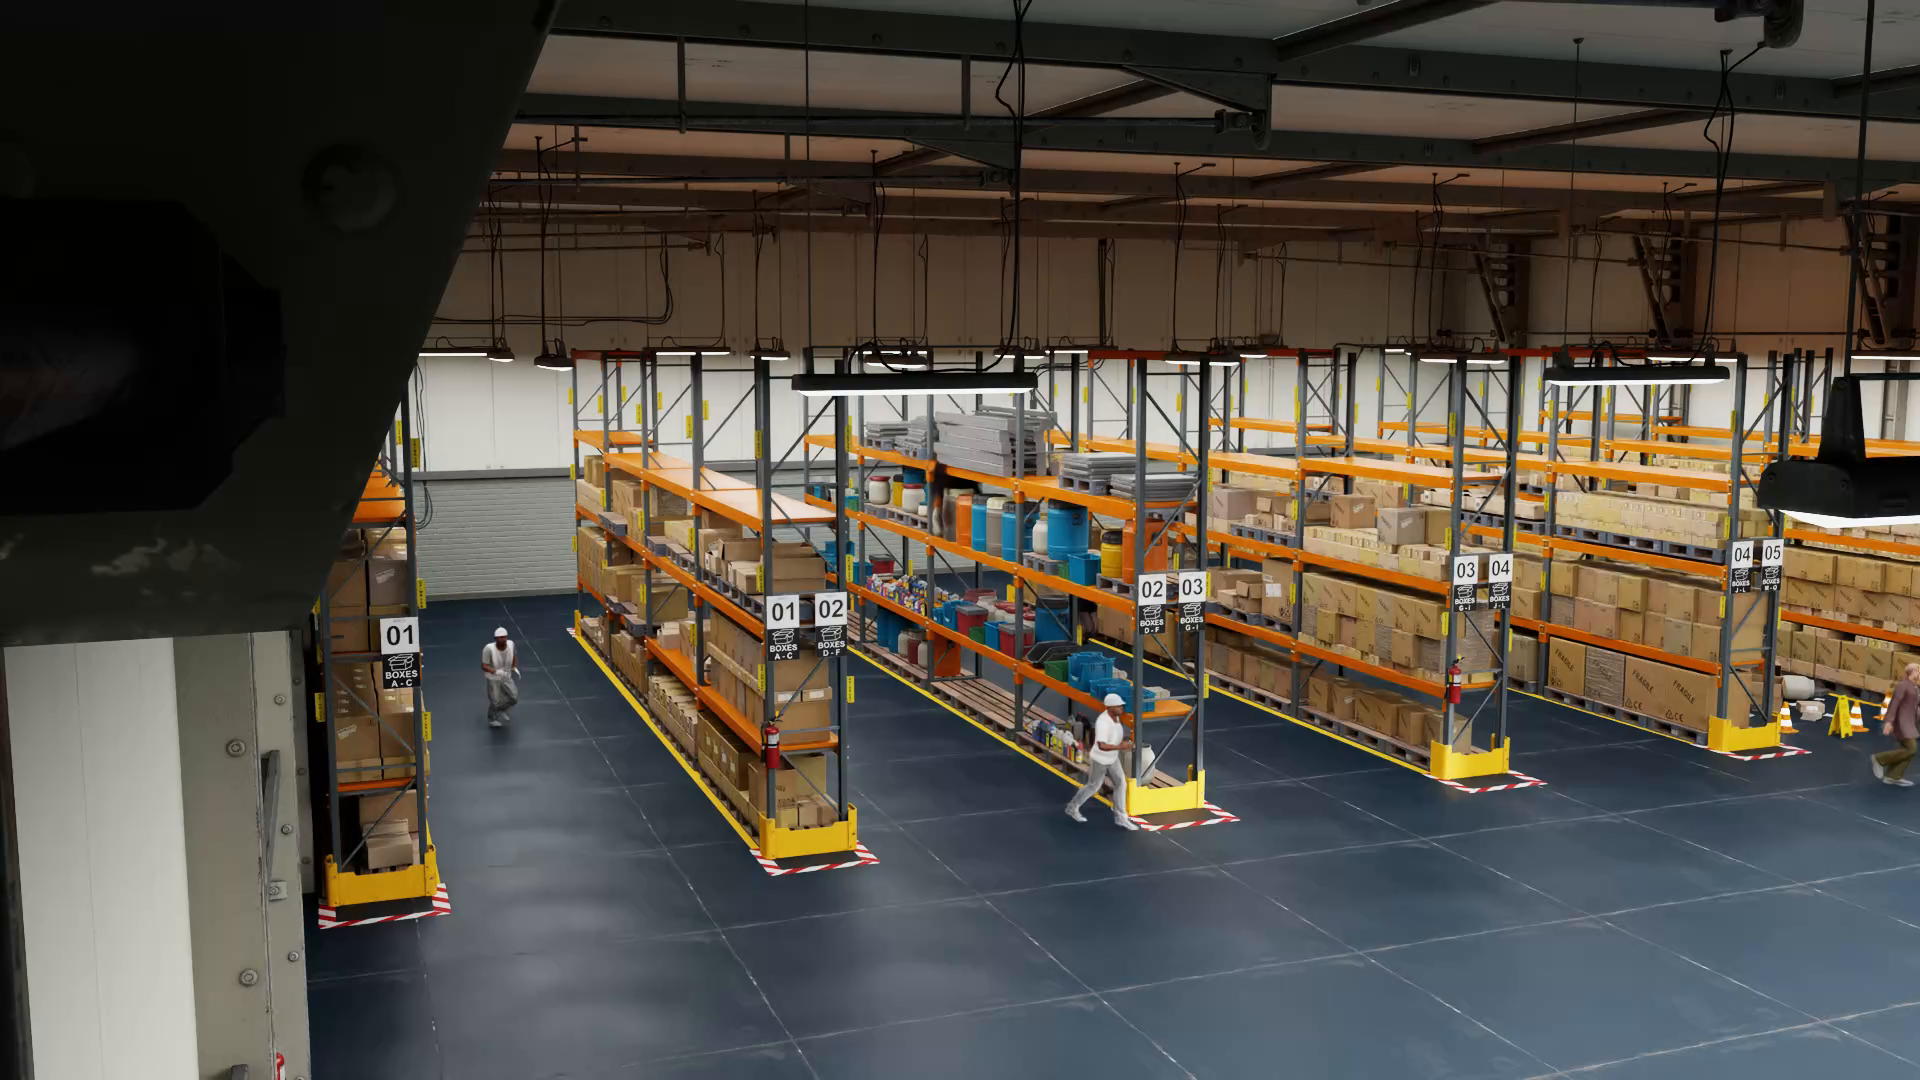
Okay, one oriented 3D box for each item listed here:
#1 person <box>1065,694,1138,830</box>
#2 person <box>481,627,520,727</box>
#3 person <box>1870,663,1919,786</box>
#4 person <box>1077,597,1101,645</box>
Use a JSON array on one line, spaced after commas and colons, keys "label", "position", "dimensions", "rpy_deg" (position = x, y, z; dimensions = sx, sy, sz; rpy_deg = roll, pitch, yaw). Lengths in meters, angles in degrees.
[{"label": "person", "position": [1.814, 2.817, 21.247], "dimensions": [0.958, 1.766, 0.637], "rpy_deg": [4, 8, 30]}, {"label": "person", "position": [-7.328, 2.207, 26.592], "dimensions": [0.701, 1.676, 0.777], "rpy_deg": [-6, 10, -42]}, {"label": "person", "position": [13.210, 2.570, 23.344], "dimensions": [0.651, 1.725, 0.717], "rpy_deg": [6, 9, 39]}, {"label": "person", "position": [2.464, 1.333, 32.292], "dimensions": [0.541, 1.508, 0.683], "rpy_deg": [-5, 8, -33]}]
